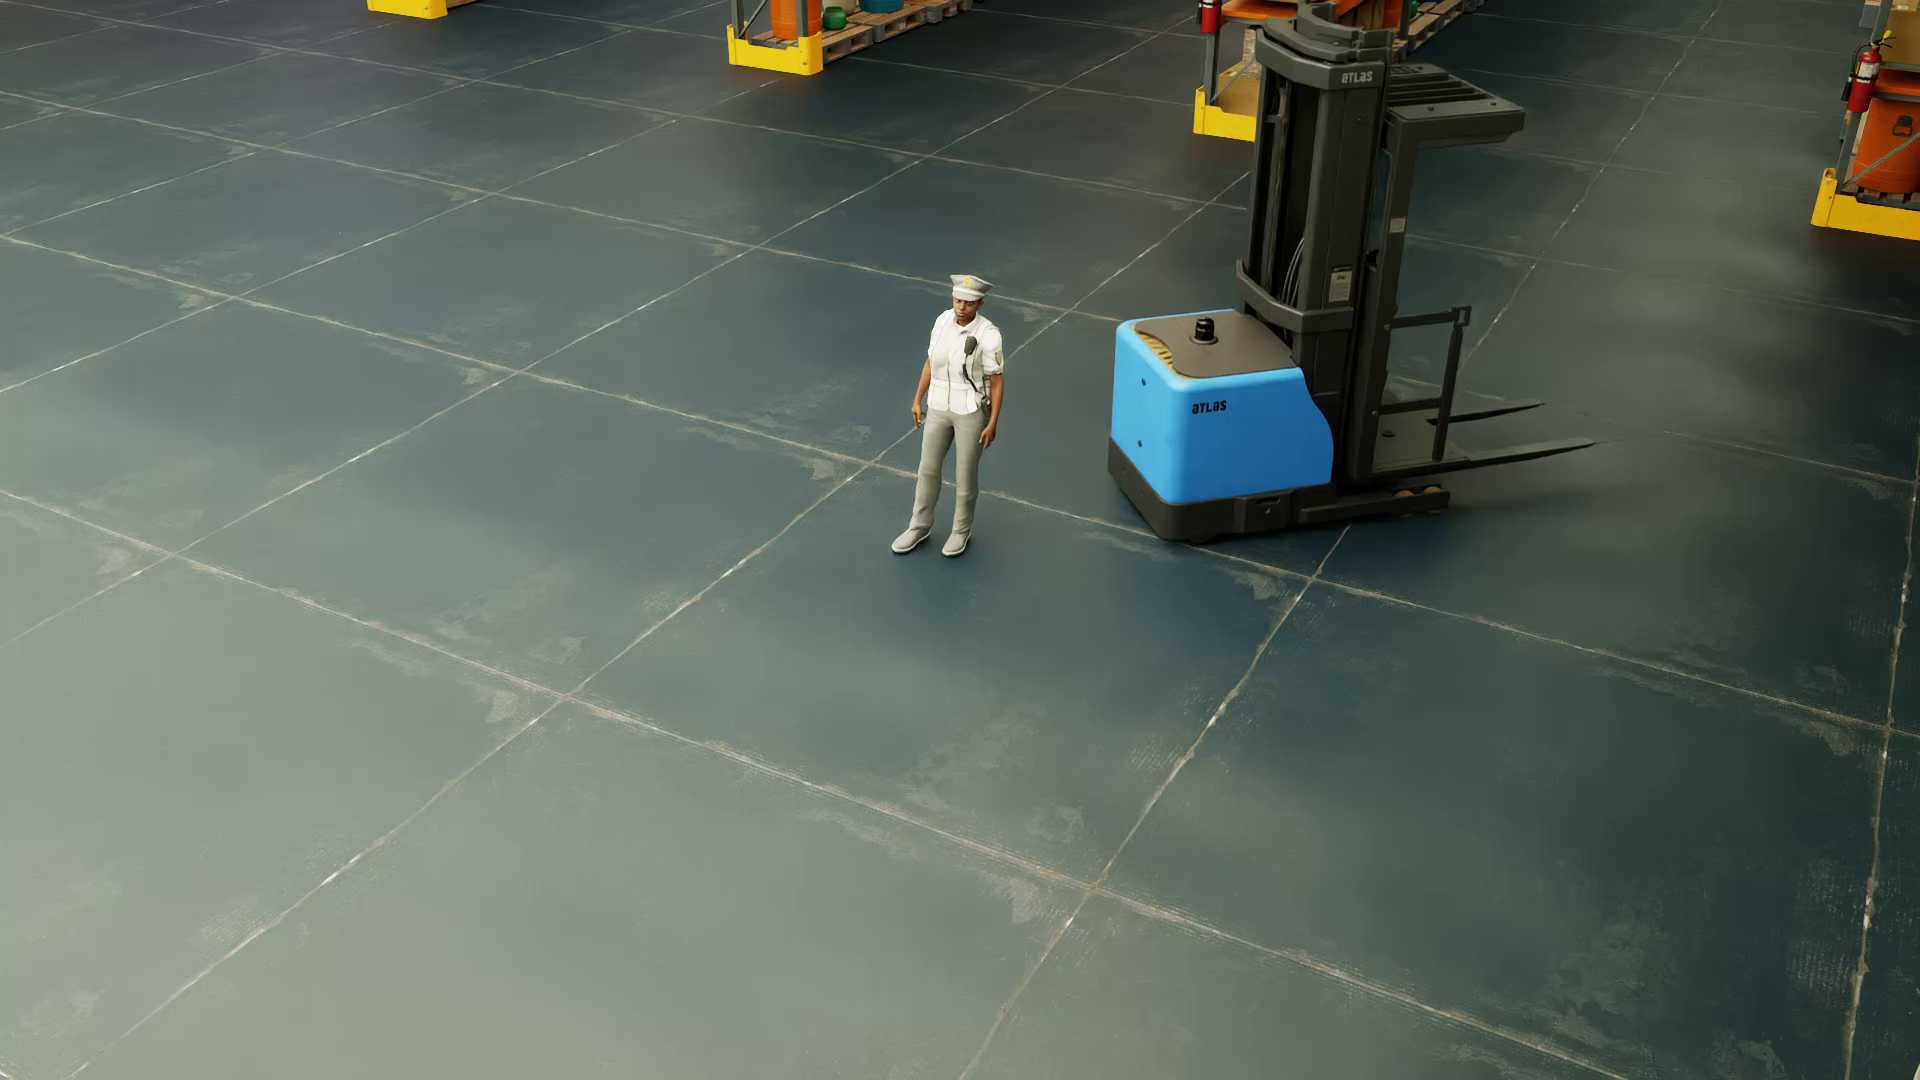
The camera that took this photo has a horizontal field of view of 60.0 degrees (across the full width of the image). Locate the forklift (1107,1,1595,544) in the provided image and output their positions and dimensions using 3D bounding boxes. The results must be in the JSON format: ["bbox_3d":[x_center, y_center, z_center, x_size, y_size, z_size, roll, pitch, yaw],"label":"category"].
[{"bbox_3d":[2.519,-1.651,9.932,3.031,2.935,1.130,-8,31,-14],"label":"forklift"}]

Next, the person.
[{"bbox_3d":[-0.054,-0.711,9.528,0.569,1.693,0.528,15,33,25],"label":"person"}]
